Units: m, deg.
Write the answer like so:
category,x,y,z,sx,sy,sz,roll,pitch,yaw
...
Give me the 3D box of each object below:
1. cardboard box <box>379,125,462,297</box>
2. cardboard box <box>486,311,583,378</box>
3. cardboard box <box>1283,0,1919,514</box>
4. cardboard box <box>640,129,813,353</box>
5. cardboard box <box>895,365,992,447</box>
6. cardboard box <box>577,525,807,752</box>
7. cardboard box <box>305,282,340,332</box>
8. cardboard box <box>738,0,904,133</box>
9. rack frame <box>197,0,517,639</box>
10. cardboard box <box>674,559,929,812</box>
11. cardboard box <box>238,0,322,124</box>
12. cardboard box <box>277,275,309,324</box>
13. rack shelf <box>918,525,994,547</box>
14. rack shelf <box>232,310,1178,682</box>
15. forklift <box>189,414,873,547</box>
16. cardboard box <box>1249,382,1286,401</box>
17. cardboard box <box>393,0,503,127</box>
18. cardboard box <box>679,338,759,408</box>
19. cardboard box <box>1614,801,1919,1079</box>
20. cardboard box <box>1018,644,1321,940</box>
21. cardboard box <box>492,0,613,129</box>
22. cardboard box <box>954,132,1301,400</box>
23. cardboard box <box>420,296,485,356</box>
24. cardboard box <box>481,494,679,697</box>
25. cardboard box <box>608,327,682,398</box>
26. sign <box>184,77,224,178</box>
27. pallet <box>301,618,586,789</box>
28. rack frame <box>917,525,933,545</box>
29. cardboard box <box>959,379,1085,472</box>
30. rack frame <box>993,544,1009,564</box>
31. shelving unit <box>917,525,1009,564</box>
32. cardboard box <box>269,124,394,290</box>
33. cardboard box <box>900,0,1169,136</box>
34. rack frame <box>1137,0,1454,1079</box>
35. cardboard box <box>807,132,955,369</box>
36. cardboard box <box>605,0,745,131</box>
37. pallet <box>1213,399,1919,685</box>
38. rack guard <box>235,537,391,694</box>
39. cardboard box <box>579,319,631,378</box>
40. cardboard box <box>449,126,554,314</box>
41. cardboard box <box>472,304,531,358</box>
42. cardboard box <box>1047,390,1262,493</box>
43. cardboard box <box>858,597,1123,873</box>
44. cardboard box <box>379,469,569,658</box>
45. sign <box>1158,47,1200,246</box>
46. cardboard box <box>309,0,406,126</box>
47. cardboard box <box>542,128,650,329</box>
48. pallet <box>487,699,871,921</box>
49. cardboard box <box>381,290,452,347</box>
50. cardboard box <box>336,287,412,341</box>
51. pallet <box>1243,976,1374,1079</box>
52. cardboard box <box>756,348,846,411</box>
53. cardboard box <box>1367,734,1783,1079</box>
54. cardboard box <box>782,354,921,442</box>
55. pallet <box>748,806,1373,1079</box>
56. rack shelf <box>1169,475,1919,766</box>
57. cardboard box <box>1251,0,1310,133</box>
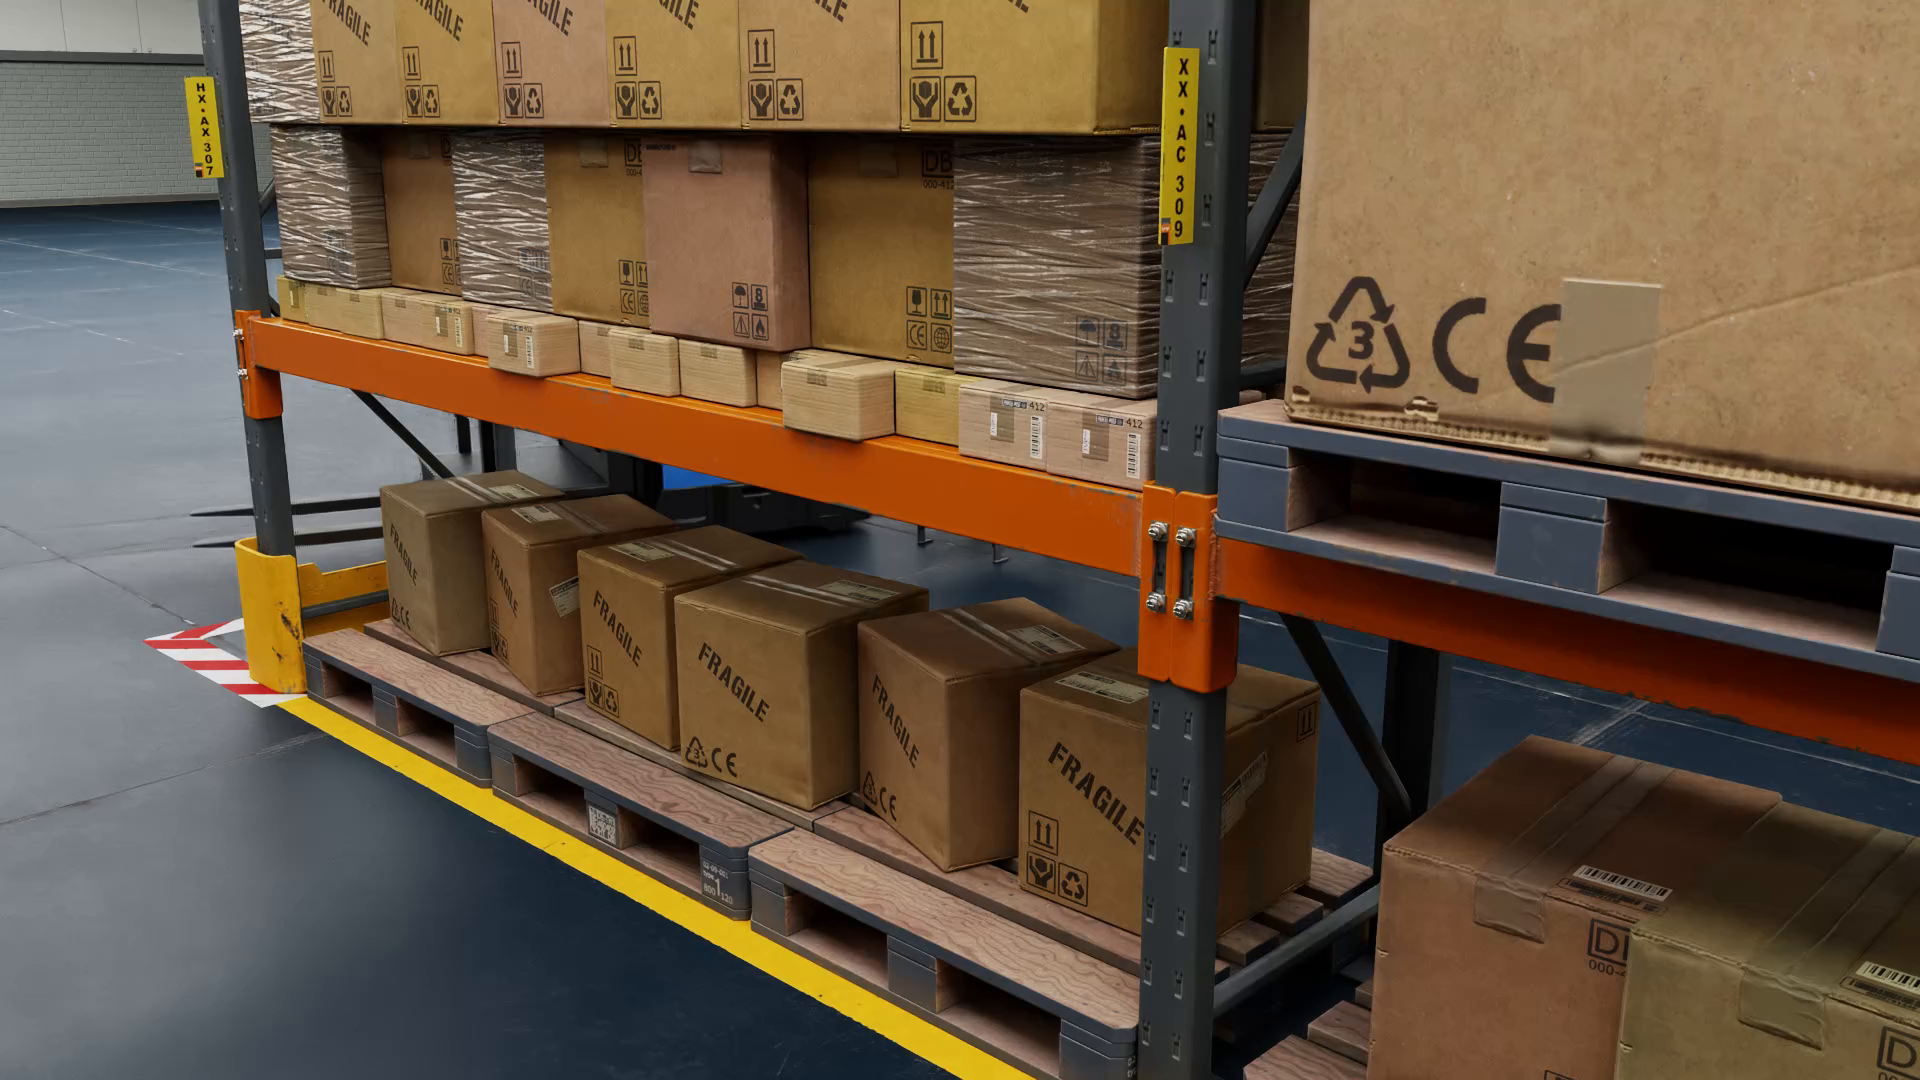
category,x,y,z,sx,sy,sz,roll,pitch,yaw
cardboard box,-1.313,-1.076,5.326,0.500,0.500,0.875,14,20,42
cardboard box,-1.081,-0.556,4.616,0.250,0.149,0.380,14,20,42
cardboard box,1.222,-0.680,2.571,1.000,1.000,1.000,14,20,43
cardboard box,-0.300,-0.796,4.252,0.500,0.500,0.875,14,20,42
cardboard box,0.076,-0.314,3.686,0.250,0.149,0.380,14,20,42
cardboard box,-0.803,0.279,5.037,0.500,0.500,0.500,-12,19,-39
cardboard box,-1.926,-0.789,5.510,0.250,0.149,0.380,14,20,42
cardboard box,-0.129,-1.143,3.600,0.500,0.500,0.500,14,20,42
rack frame,-2.133,-1.051,6.017,0.127,3.000,1.000,14,20,42
cardboard box,-0.432,0.385,4.631,0.500,0.500,0.500,11,18,37
cardboard box,-1.926,-1.582,5.282,0.500,0.500,0.500,14,20,42
cardboard box,-2.093,-0.836,5.691,0.250,0.149,0.380,14,20,42
rack shelf,0.119,-0.297,7.736,0.480,0.518,0.431,14,20,42
rack shelf,-0.693,-0.353,4.764,4.000,0.370,1.077,14,20,42
forklift,-1.979,-1.416,7.552,3.031,2.935,1.130,-7,16,-24
cardboard box,0.801,-0.322,3.716,0.250,0.149,0.380,14,20,42
cardboard box,-1.210,-1.406,4.606,0.500,0.500,0.500,14,20,42
cardboard box,-0.477,-0.442,4.176,0.250,0.149,0.380,14,20,42
cardboard box,1.504,0.844,2.829,0.500,0.500,0.700,14,20,42
cardboard box,0.487,0.578,3.889,0.500,0.500,0.500,13,19,41
cardboard box,-0.846,-1.319,4.274,0.500,0.500,0.500,14,20,42
cardboard box,0.466,-0.633,3.626,0.500,0.500,0.875,14,20,42
cardboard box,-1.387,-0.658,5.005,0.250,0.149,0.380,14,20,42
cardboard box,-1.241,0.166,5.470,0.500,0.500,0.500,-9,17,-30
cardboard box,-0.682,-0.479,4.319,0.250,0.149,0.380,14,20,42
sign,-2.509,-1.371,5.530,0.005,0.325,0.100,14,20,42
pallet,-1.518,0.460,5.747,1.213,0.211,1.003,14,20,42
rack frame,-0.056,-1.030,7.720,0.015,2.100,0.400,14,20,42
cardboard box,0.215,-0.259,3.476,0.250,0.149,0.380,14,20,42
rack frame,0.295,-0.944,7.392,0.015,2.100,0.400,14,20,42
shelving unit,0.119,-0.987,7.556,0.503,2.100,0.431,14,20,42
cardboard box,-1.756,-1.142,5.578,0.500,0.500,0.875,14,20,42
cardboard box,0.232,-1.056,3.265,0.500,0.500,0.500,14,20,42
rack frame,0.747,-0.351,3.330,0.127,3.000,1.000,14,20,42
cardboard box,0.130,-0.727,3.986,0.500,0.500,0.875,14,20,42
cardboard box,-0.488,-1.231,3.936,0.500,0.500,0.500,14,20,42
pallet,1.196,-0.098,2.740,1.213,0.211,1.003,14,20,42
rack guard,-2.078,0.172,6.281,0.348,0.500,1.175,14,20,42
cardboard box,-0.808,-0.537,4.541,0.250,0.149,0.380,14,20,42
cardboard box,-0.983,-0.981,4.960,0.500,0.500,0.875,14,20,42
cardboard box,-1.189,-0.619,4.856,0.250,0.149,0.380,14,20,42
cardboard box,0.388,-0.214,3.302,0.250,0.149,0.380,14,20,42
cardboard box,0.069,0.479,4.268,0.500,0.500,0.500,-8,16,-27
cardboard box,-1.695,0.068,5.848,0.500,0.500,0.500,-10,18,-34
sign,0.376,-0.670,2.838,0.005,0.325,0.100,14,20,42
cardboard box,-1.571,-1.493,4.941,0.500,0.500,0.500,14,20,42
cardboard box,-0.631,-0.891,4.616,0.500,0.500,0.875,14,20,42
pallet,-0.644,0.674,4.928,1.213,0.211,1.003,14,20,42
cardboard box,-1.562,-0.703,5.178,0.250,0.149,0.380,14,20,42
cardboard box,-1.757,-0.743,5.332,0.250,0.149,0.380,14,20,42
pallet,1.308,1.134,3.160,1.213,0.211,1.003,14,20,42
cardboard box,-0.269,-0.405,4.036,0.250,0.149,0.380,14,20,42
cardboard box,1.174,0.757,3.163,0.500,0.500,0.700,12,19,38
cardboard box,-0.181,-0.337,3.776,0.250,0.149,0.380,14,20,42
pallet,0.239,0.887,4.108,1.213,0.211,1.003,14,20,42
rack shelf,2.187,0.347,2.078,4.000,0.370,1.077,14,20,42
cardboard box,0.599,-1.152,3.633,0.500,0.500,0.500,14,20,42
